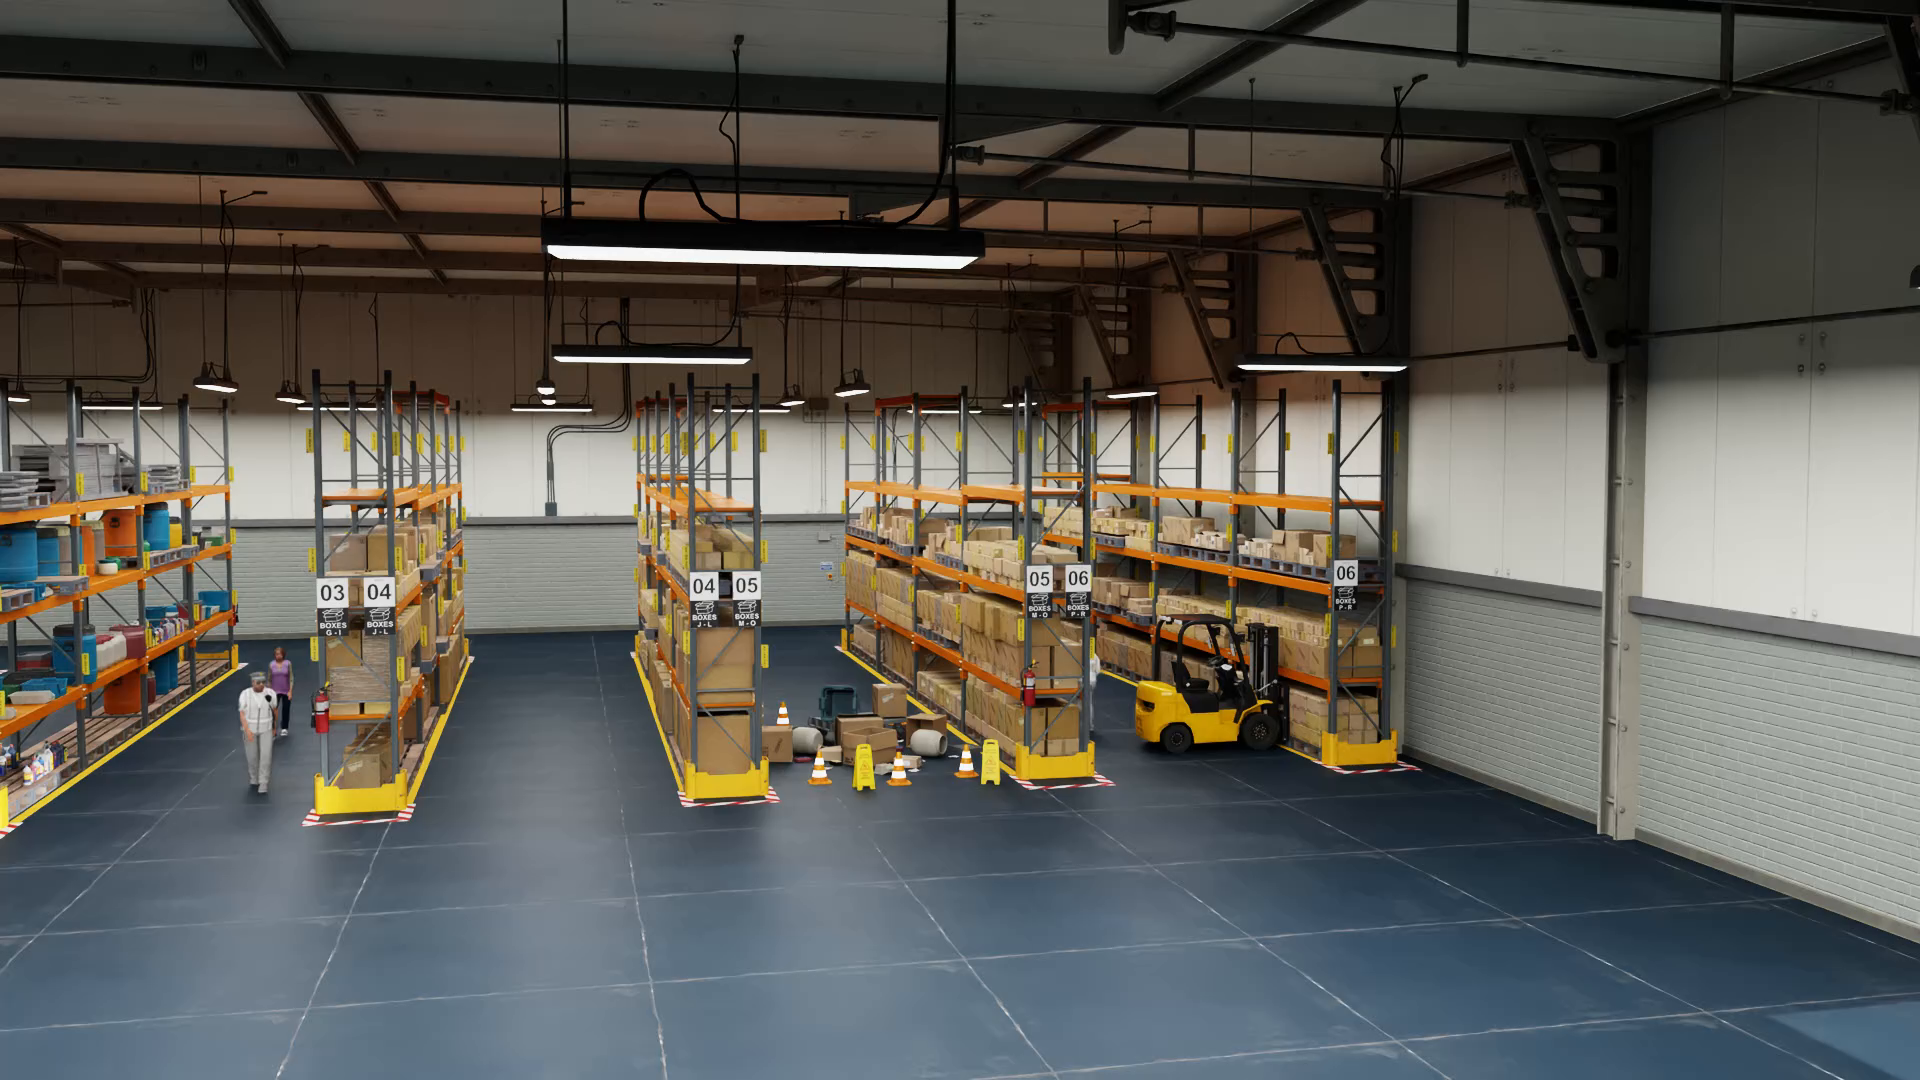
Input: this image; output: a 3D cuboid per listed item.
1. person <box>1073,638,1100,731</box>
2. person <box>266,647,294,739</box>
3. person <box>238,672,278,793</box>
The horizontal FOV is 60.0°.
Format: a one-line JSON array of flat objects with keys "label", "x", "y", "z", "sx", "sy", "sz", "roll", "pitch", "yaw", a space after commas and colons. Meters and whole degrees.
[{"label": "person", "x": 2.200, "y": 2.521, "z": 29.251, "sx": 0.572, "sy": 1.600, "sz": 0.709, "roll": -1, "pitch": 3, "yaw": -11}, {"label": "person", "x": -11.493, "y": 2.587, "z": 28.091, "sx": 0.460, "sy": 1.541, "sz": 0.947, "roll": -2, "pitch": 4, "yaw": -26}, {"label": "person", "x": -10.148, "y": 2.748, "z": 24.064, "sx": 0.528, "sy": 1.699, "sz": 0.961, "roll": -1, "pitch": 4, "yaw": -24}]
